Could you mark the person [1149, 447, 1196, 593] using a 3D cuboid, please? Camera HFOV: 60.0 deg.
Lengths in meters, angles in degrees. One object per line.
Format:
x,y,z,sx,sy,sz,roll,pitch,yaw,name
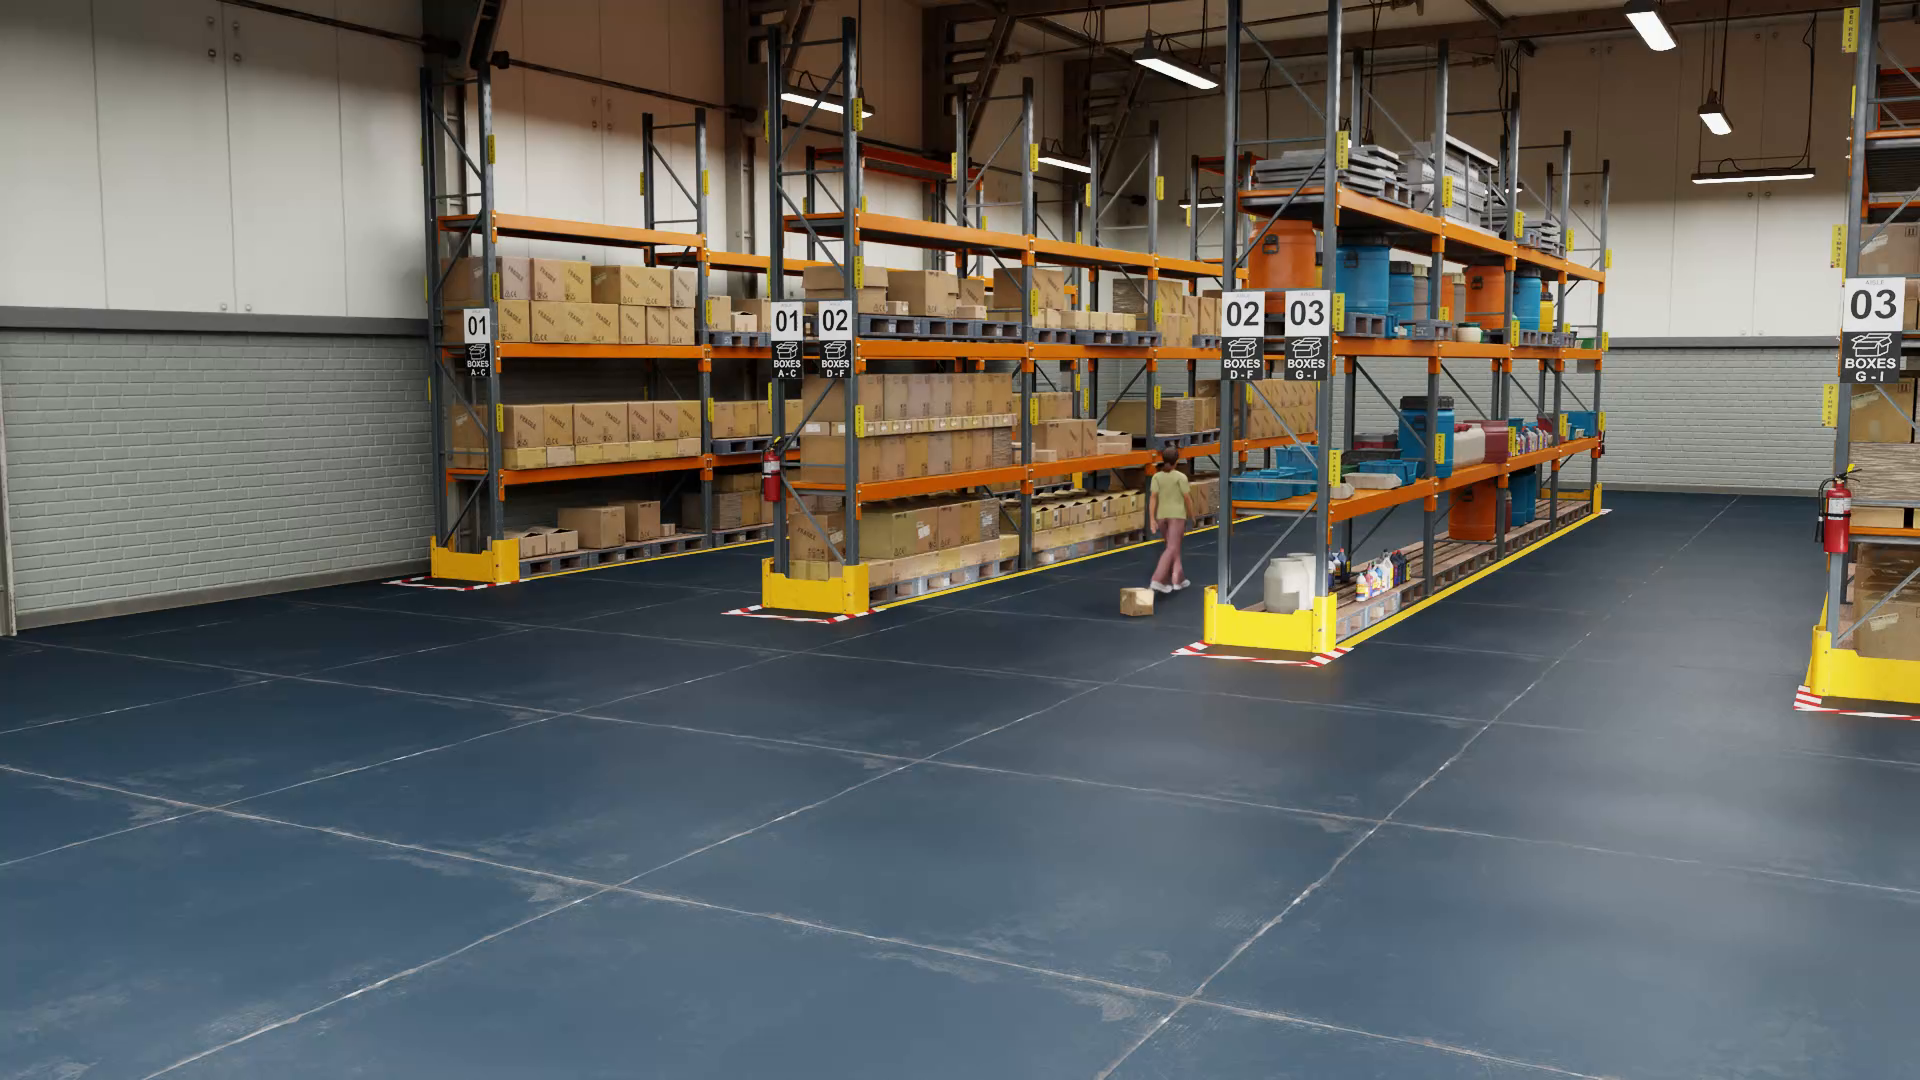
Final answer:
2.352,-0.222,18.411,0.432,1.619,1.034,5,8,39,person
